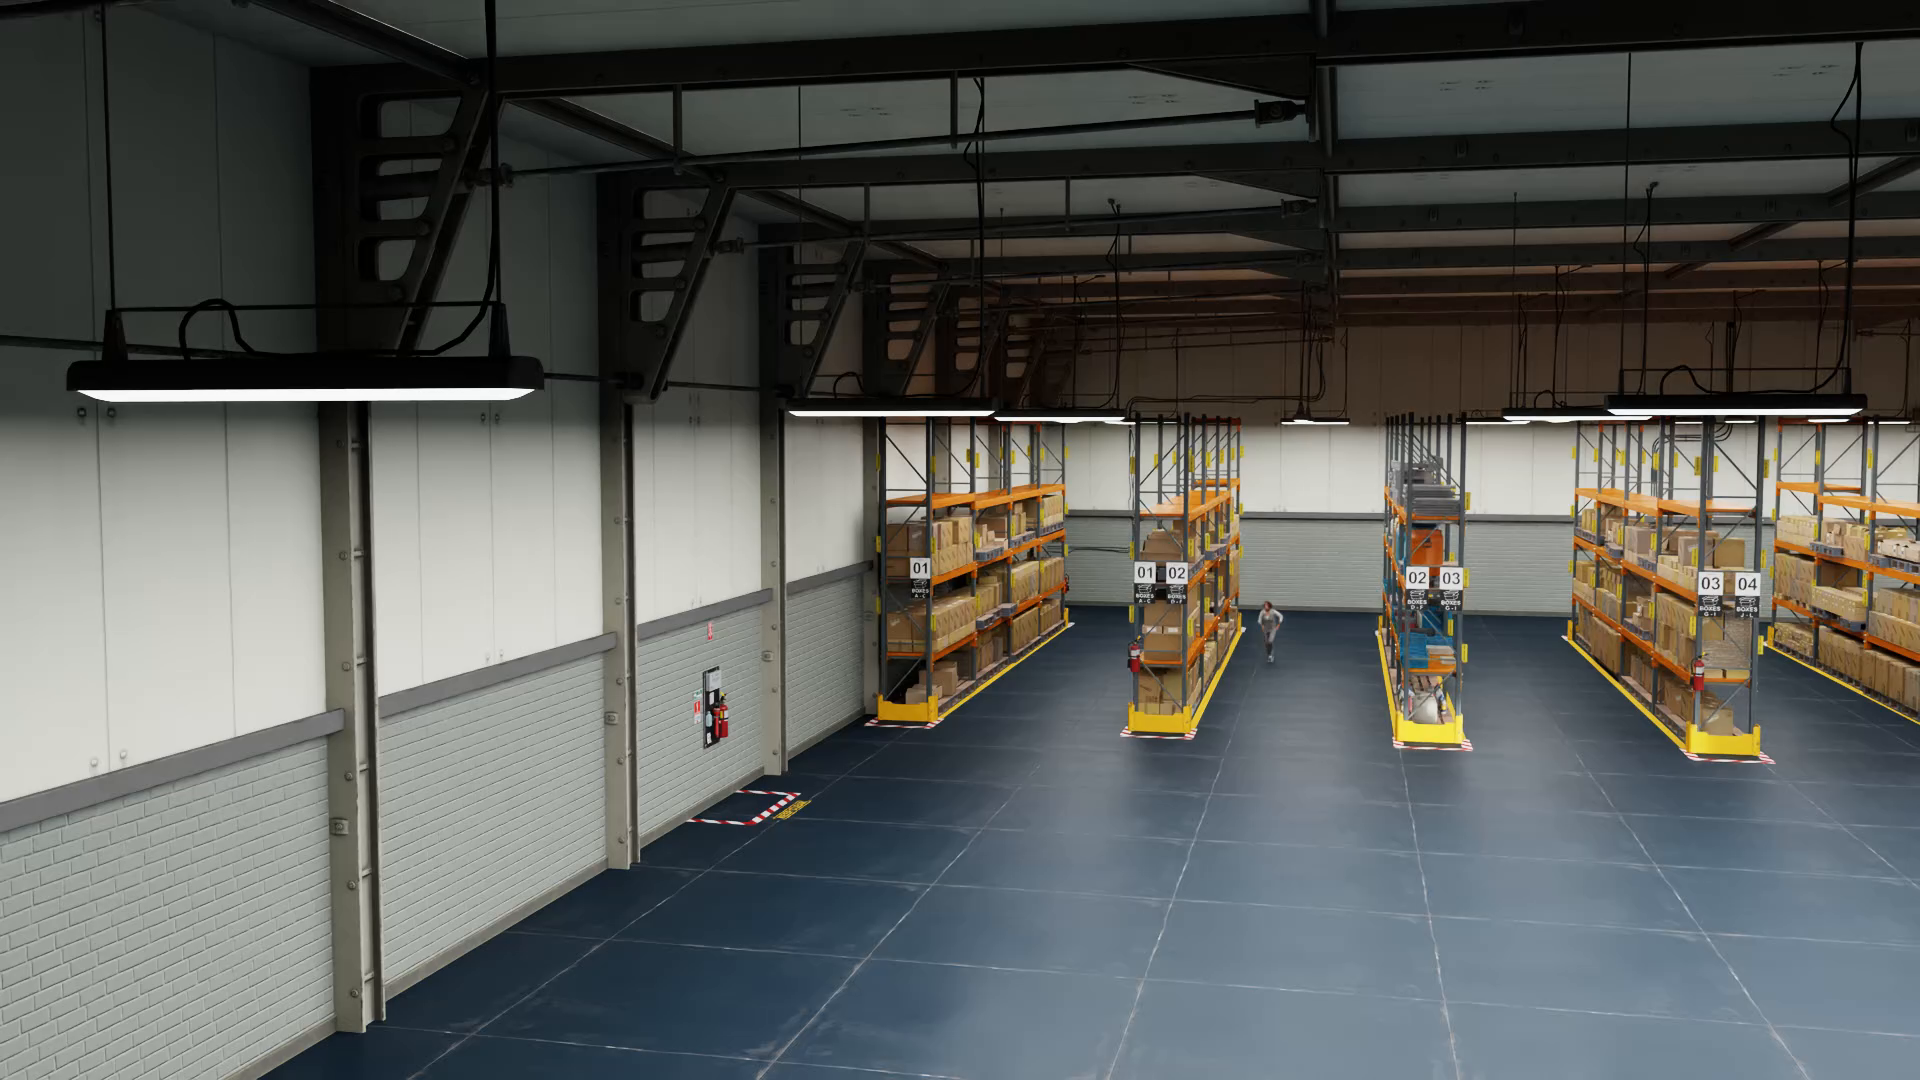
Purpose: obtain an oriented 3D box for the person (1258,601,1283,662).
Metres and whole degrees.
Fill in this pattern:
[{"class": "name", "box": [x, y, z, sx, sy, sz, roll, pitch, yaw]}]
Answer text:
[{"class": "person", "box": [7.544, 2.222, 40.400, 0.582, 1.501, 0.793, 2, 4, 22]}]
